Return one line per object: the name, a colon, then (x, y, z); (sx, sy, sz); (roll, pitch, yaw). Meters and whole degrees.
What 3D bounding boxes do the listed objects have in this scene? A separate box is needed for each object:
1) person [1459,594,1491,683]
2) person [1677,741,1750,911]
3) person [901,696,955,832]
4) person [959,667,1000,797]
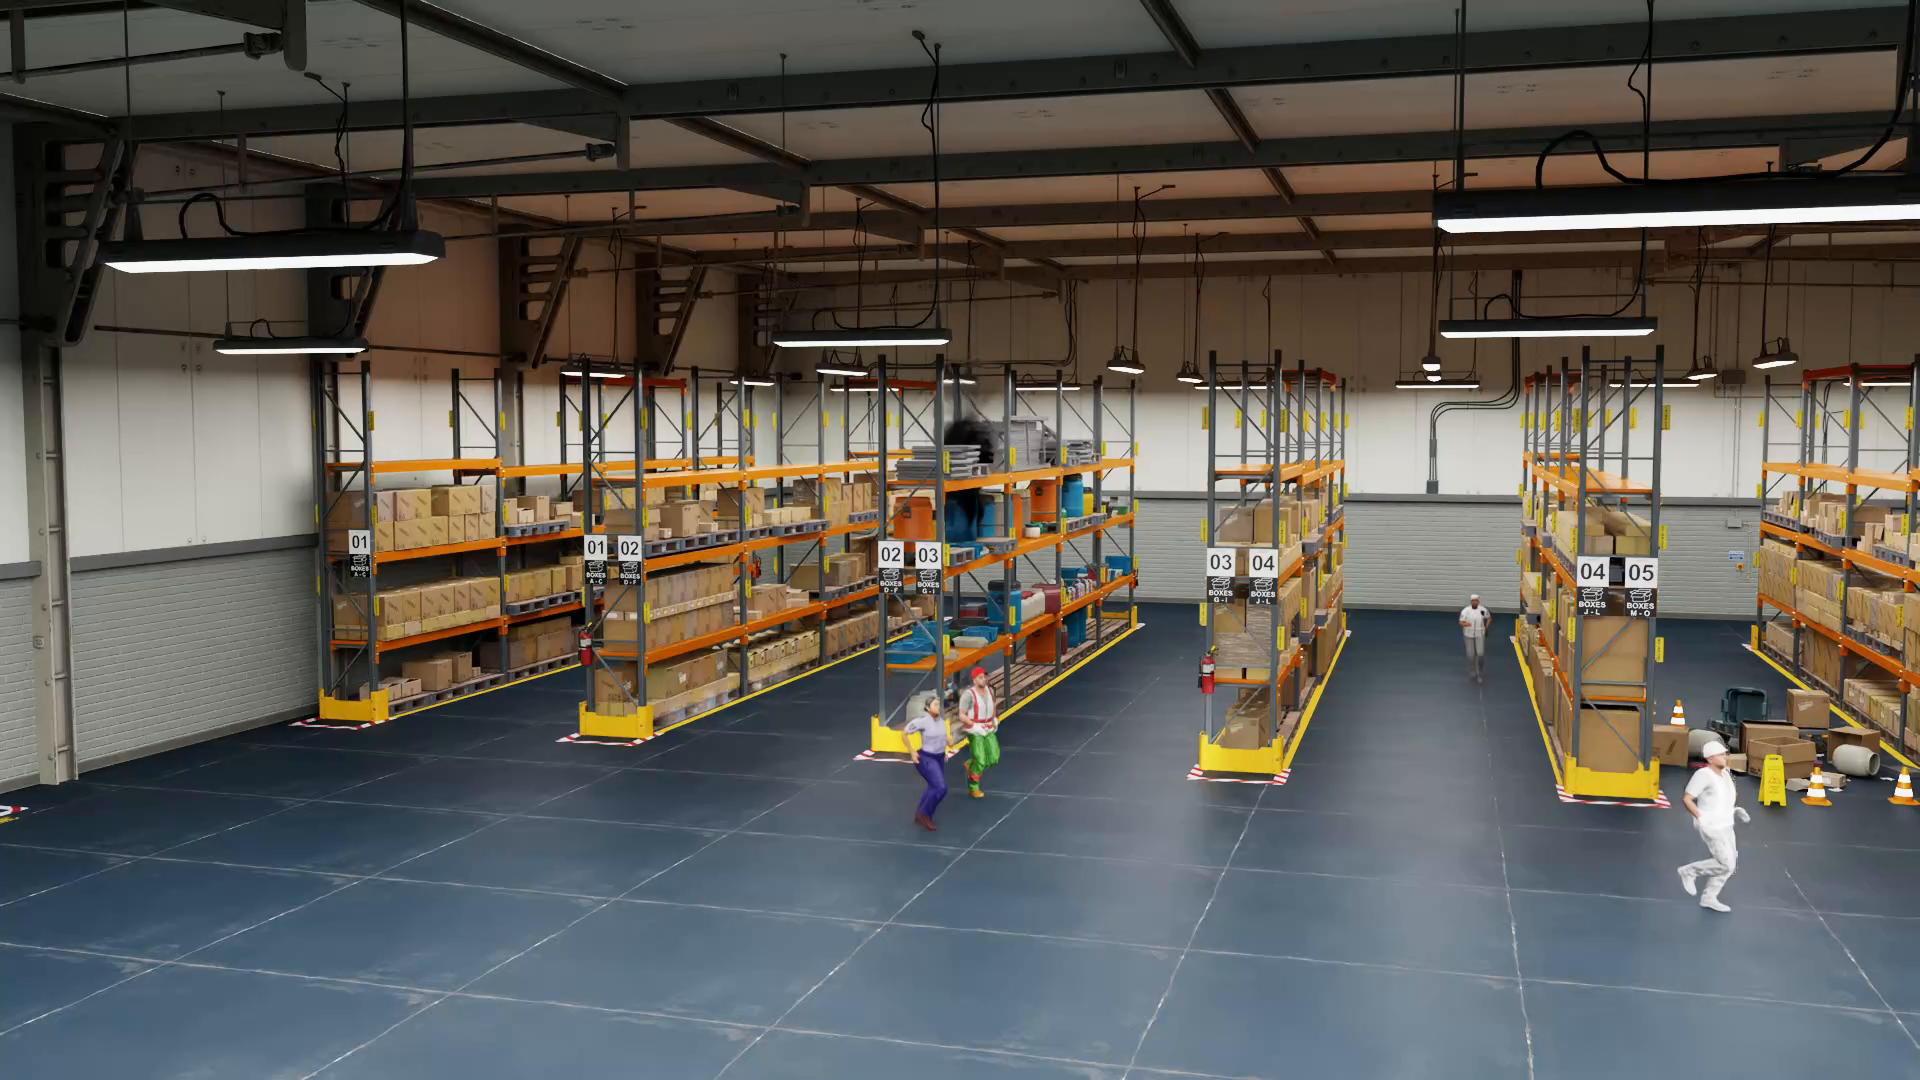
person: (9.915, 1.899, 32.039); (0.583, 1.726, 0.746); (1, 4, 20)
person: (7.732, 2.925, 17.025); (0.686, 1.737, 0.572); (-4, 5, -41)
person: (-0.327, 2.738, 20.343); (0.623, 1.624, 0.594); (3, 5, 34)
person: (0.266, 2.553, 22.174); (0.685, 1.741, 0.664); (-3, 5, -38)
